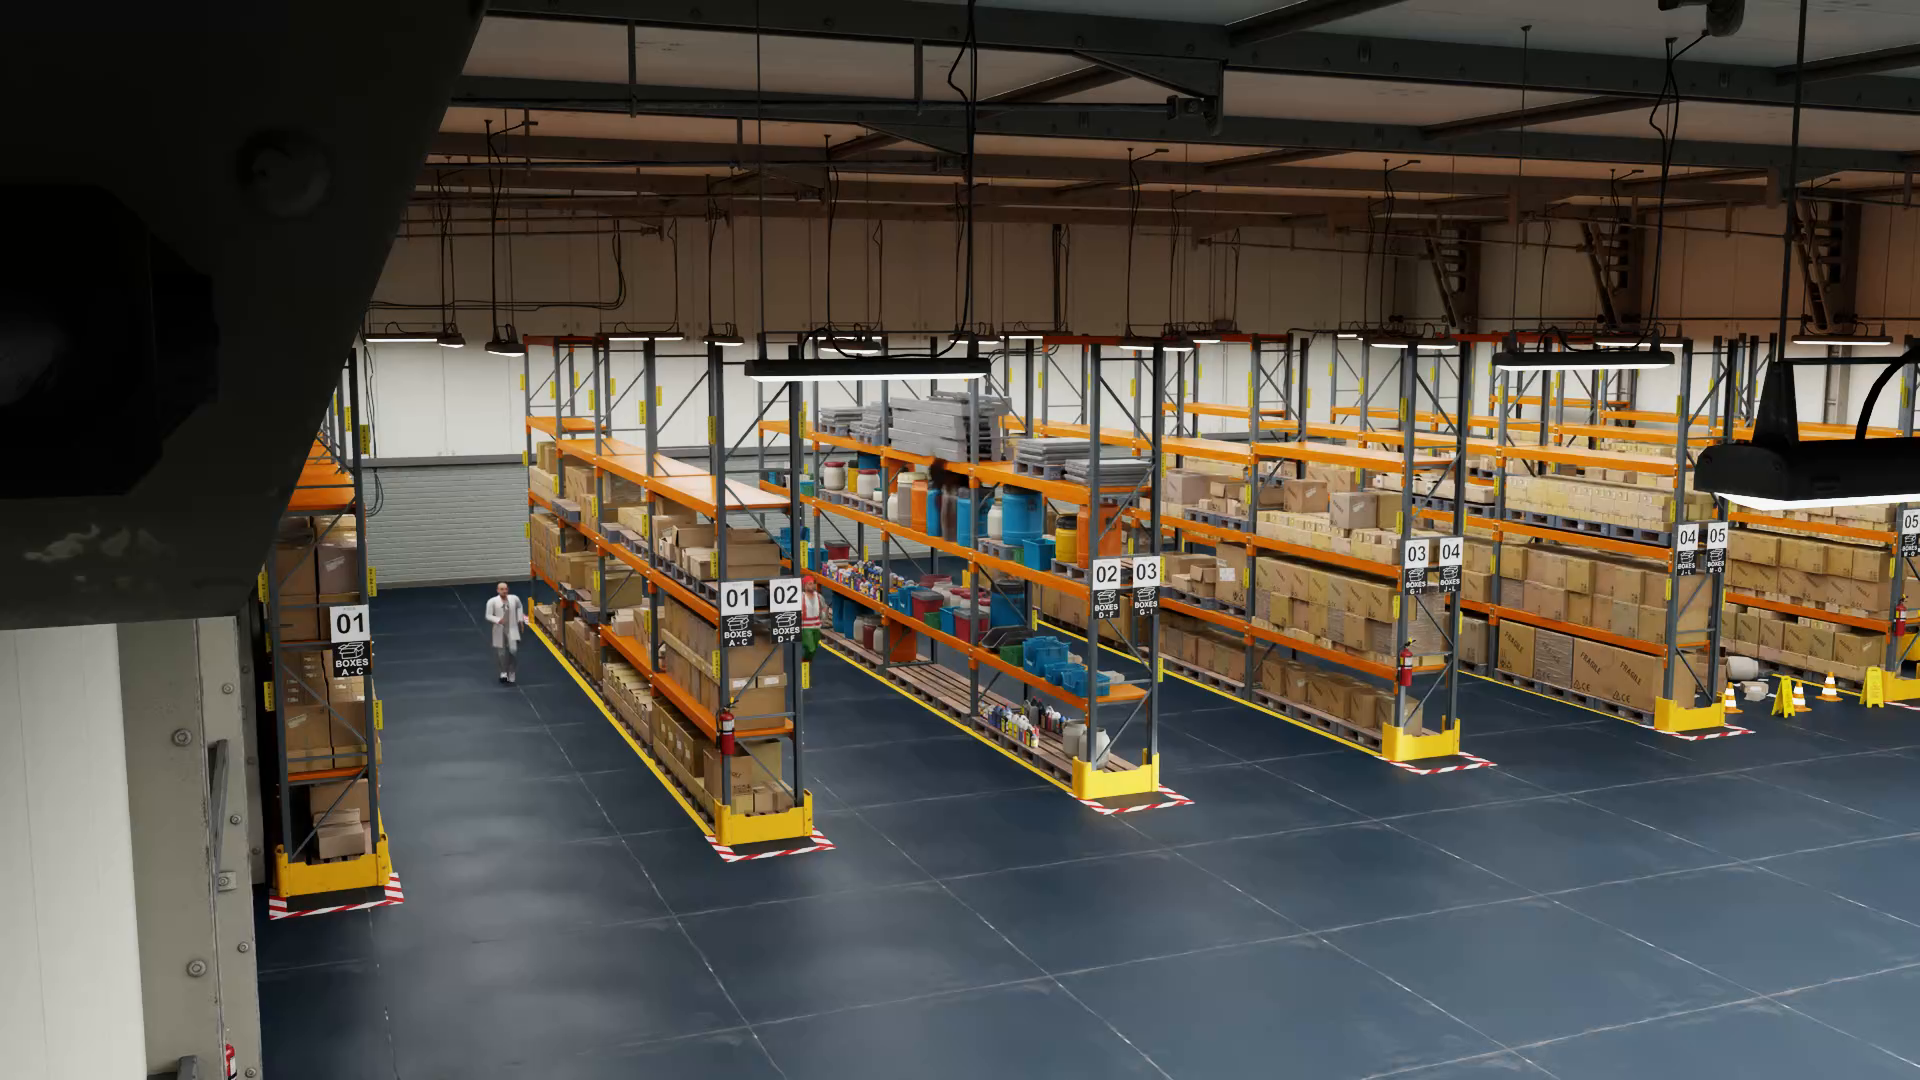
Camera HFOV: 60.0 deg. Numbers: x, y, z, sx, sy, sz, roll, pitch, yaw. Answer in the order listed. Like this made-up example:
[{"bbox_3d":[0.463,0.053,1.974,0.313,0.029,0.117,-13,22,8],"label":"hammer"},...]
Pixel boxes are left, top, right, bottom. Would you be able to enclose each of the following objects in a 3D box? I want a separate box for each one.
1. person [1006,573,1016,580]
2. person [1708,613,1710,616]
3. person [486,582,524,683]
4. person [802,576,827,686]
[{"bbox_3d":[0.775,1.335,31.940,0.631,1.614,0.956,-7,10,-42],"label":"person"},{"bbox_3d":[15.156,0.922,34.423,0.696,1.713,0.766,-5,9,-31],"label":"person"},{"bbox_3d":[-7.914,1.615,28.954,0.659,1.780,0.849,-3,8,-20],"label":"person"},{"bbox_3d":[-2.481,1.506,27.595,0.647,1.835,0.689,-5,9,-35],"label":"person"}]
